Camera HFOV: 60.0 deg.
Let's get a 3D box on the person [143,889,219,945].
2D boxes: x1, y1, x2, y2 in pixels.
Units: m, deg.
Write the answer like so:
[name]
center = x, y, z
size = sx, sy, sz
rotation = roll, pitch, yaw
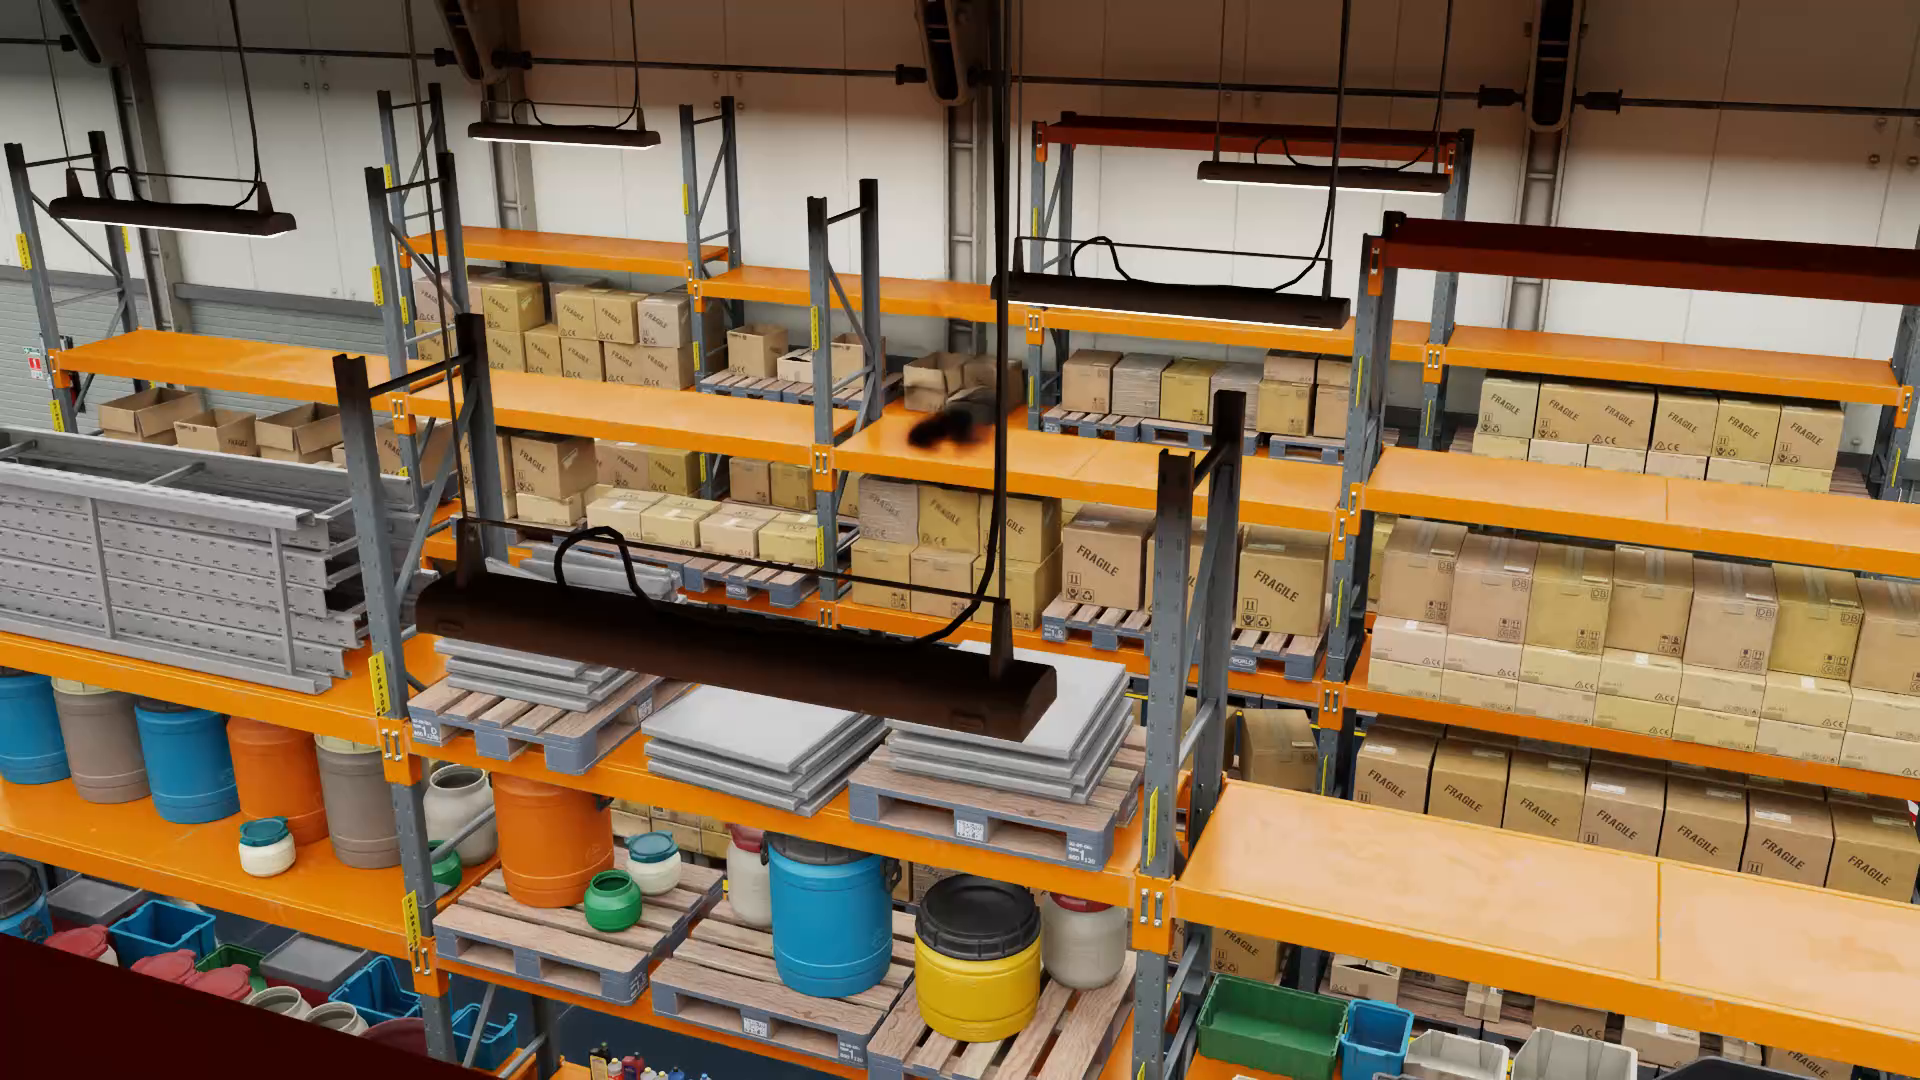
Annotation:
[person]
center = -6.398, 2.599, 13.199
size = 0.816, 1.737, 0.557
rotation = 6, 22, 14
